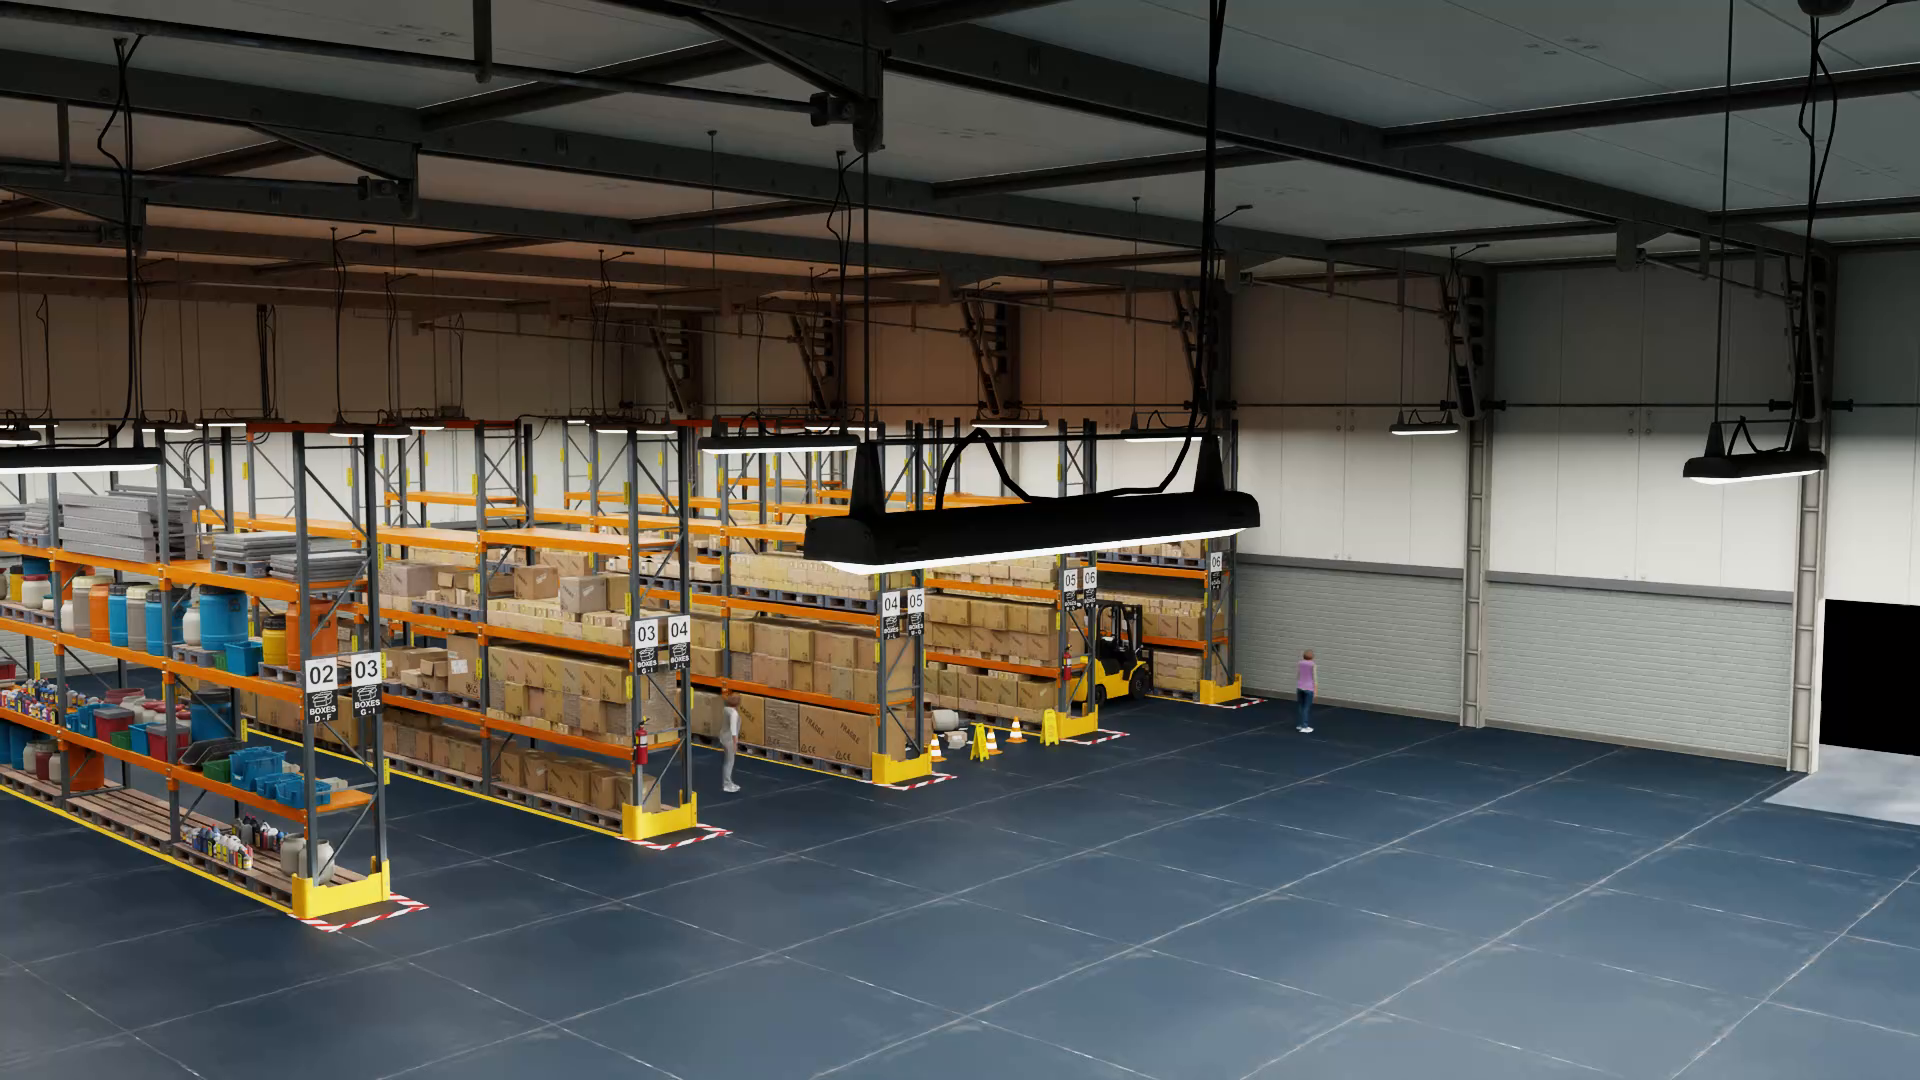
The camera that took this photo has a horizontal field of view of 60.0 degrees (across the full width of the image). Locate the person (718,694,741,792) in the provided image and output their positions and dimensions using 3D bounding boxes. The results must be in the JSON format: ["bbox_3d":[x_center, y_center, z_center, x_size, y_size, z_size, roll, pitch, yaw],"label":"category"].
[{"bbox_3d":[-3.766,3.320,27.240,0.357,1.610,0.433,-2,5,-22],"label":"person"}]

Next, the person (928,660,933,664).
[{"bbox_3d":[-0.820,2.088,38.918,0.739,1.709,0.441,3,5,30],"label":"person"}]

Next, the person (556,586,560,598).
[{"bbox_3d":[-10.562,1.886,43.867,0.587,1.814,0.410,-2,5,-28],"label":"person"}]

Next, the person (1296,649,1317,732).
[{"bbox_3d":[6.702,2.909,32.134,0.437,1.607,0.382,4,6,41],"label":"person"}]
